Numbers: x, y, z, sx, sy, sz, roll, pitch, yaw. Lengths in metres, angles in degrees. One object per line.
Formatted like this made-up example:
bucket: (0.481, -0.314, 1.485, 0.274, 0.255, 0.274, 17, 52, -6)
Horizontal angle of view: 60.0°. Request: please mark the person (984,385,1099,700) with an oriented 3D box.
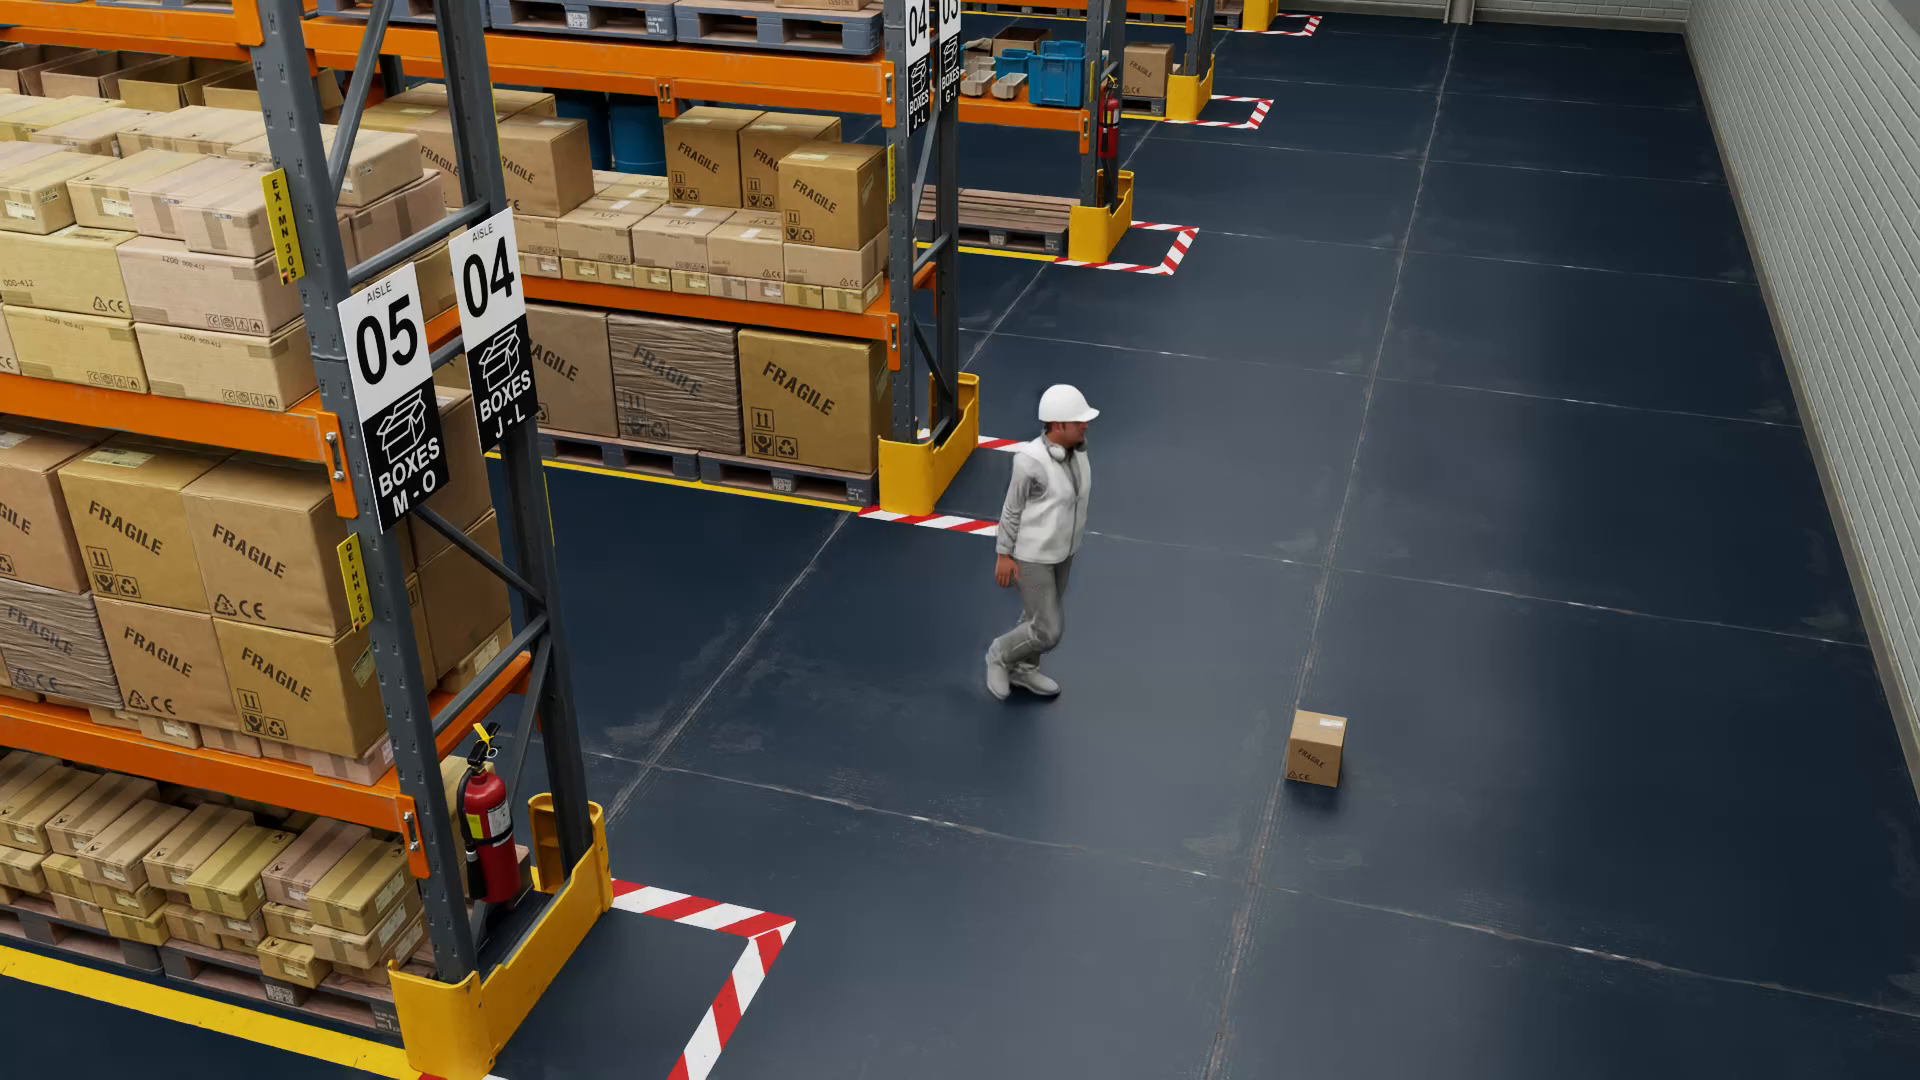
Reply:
person: (0.414, 0.026, 8.410, 0.504, 1.764, 0.575, 19, 34, 31)
